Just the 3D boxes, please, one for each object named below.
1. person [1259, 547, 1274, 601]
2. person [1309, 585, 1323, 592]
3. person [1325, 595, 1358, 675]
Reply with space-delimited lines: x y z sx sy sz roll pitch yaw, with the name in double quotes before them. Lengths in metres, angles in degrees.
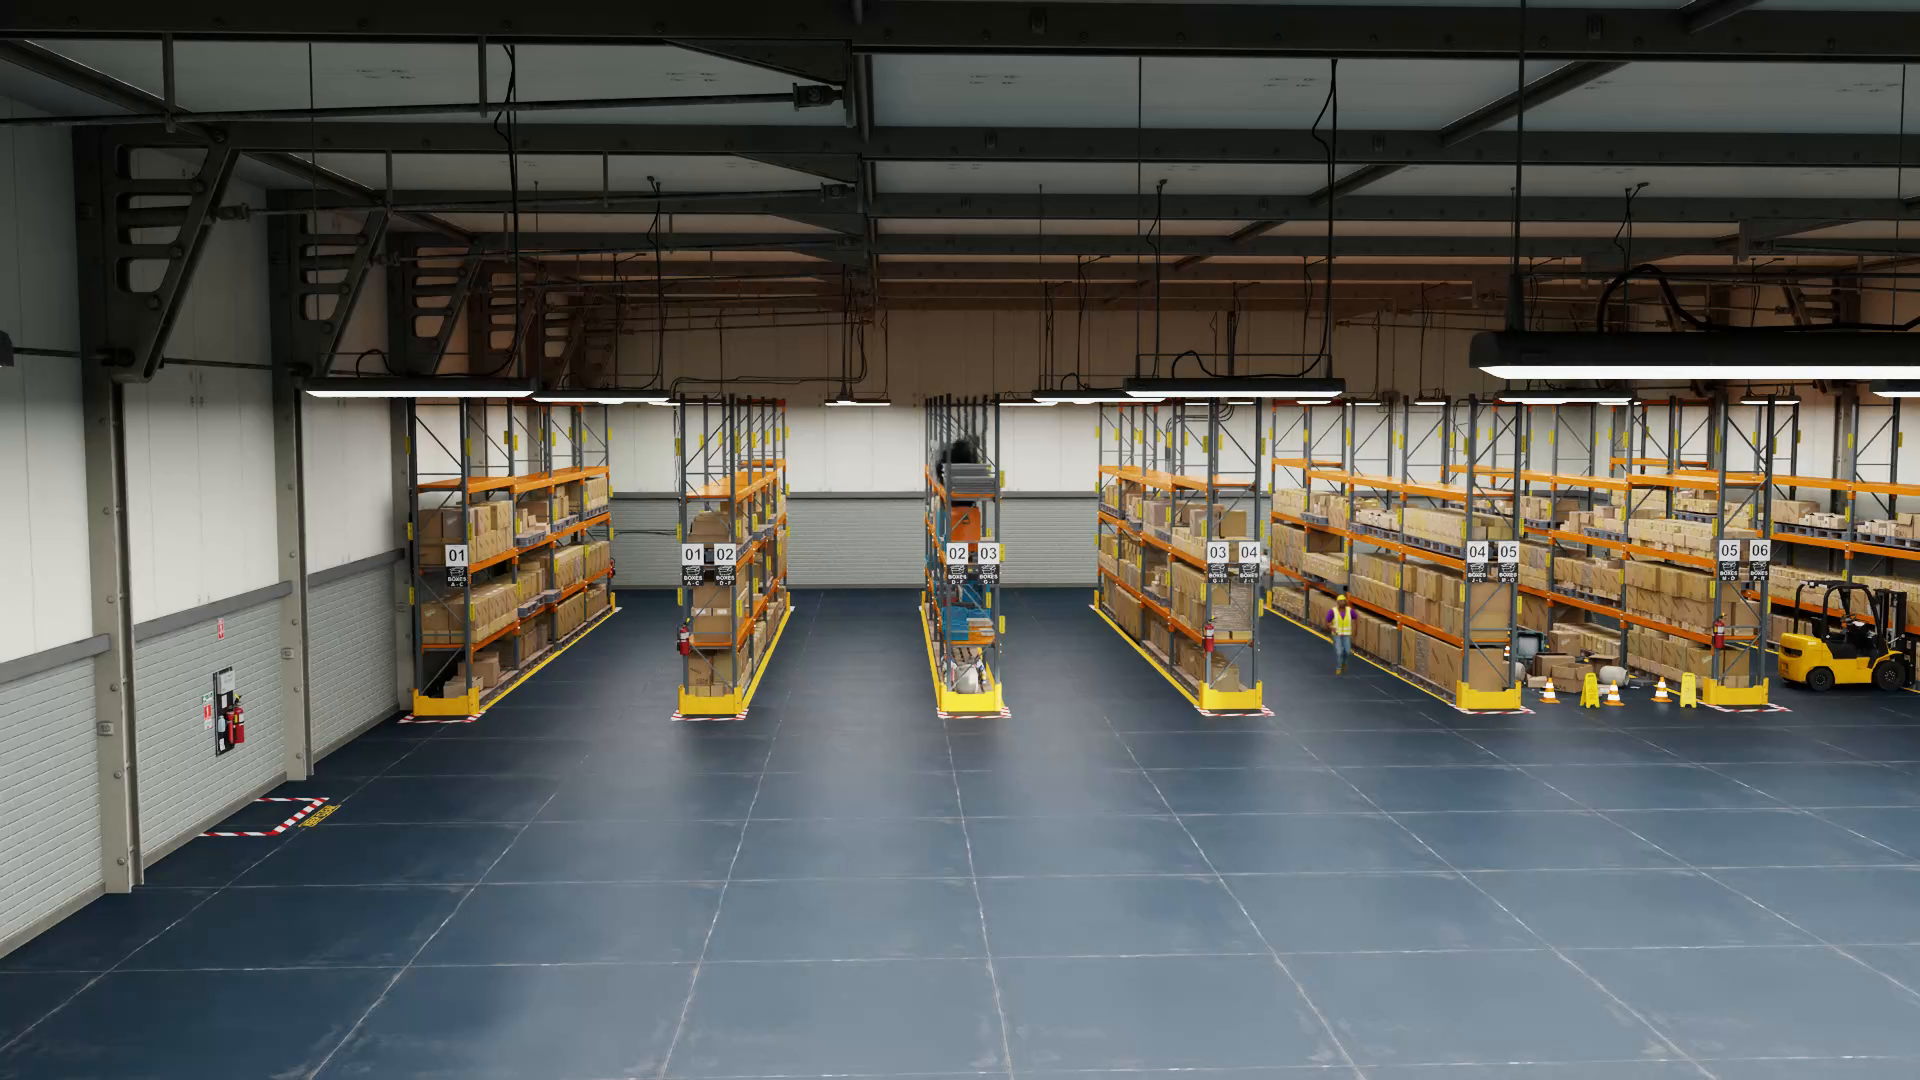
"person" 8.931 1.032 48.908 0.857 1.682 0.651 -1 5 -12
"person" 10.350 1.052 49.065 0.752 1.637 0.759 -4 6 -45
"person" 8.217 2.038 35.732 0.733 1.724 0.597 0 5 2
